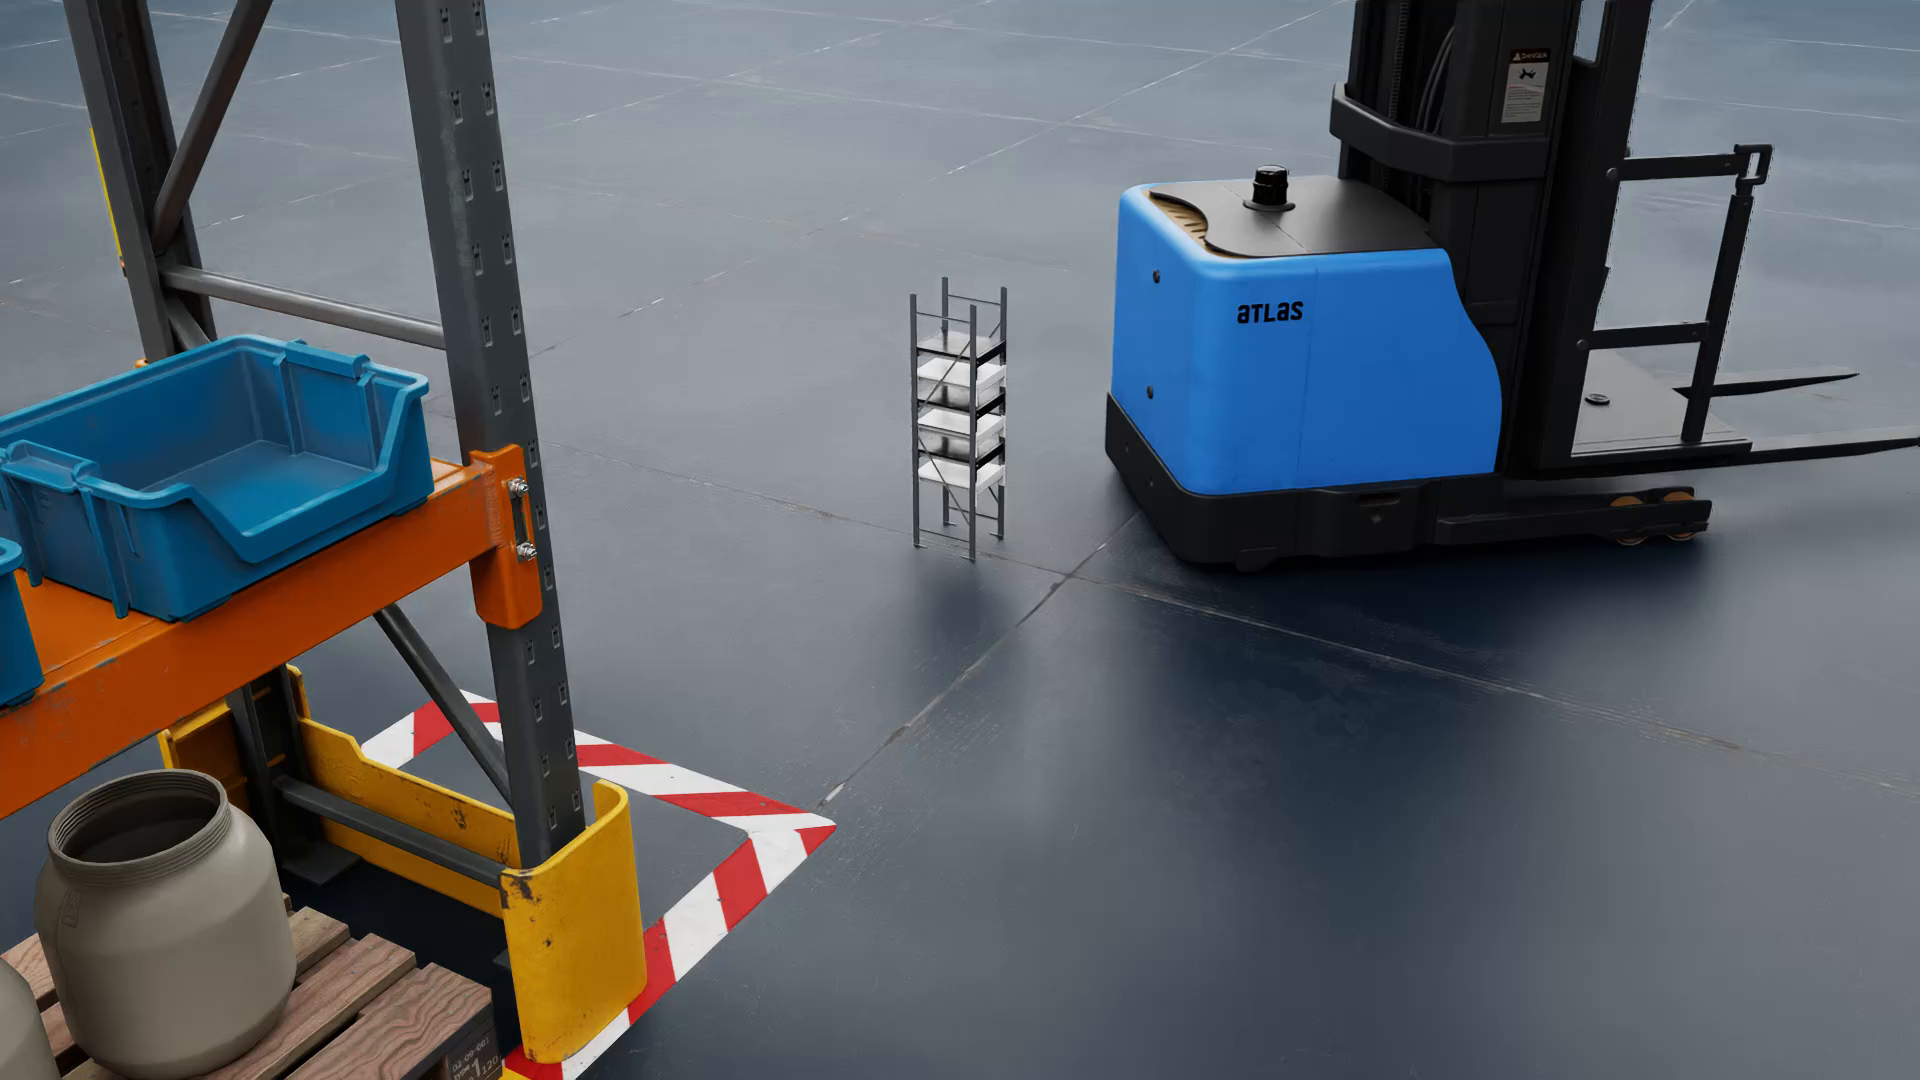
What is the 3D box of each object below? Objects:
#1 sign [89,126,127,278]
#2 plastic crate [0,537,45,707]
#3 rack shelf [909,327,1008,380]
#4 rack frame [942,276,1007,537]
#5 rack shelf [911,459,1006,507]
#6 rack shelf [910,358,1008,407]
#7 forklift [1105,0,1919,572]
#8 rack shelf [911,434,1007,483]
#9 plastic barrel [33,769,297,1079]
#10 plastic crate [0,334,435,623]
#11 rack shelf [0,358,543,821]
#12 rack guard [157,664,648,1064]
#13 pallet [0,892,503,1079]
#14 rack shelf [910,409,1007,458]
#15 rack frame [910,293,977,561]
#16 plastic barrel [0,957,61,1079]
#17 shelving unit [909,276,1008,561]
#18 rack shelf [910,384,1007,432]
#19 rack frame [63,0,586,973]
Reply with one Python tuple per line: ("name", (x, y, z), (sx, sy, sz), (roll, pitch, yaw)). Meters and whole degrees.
("sign", (-1.756, -0.701, 3.489), (0.100, 0.325, 0.005), (14, 30, 26))
("plastic crate", (-1.589, 0.125, 2.315), (0.499, 0.251, 0.408), (14, 30, 26))
("rack shelf", (-0.004, -0.611, 5.436), (0.258, 0.077, 0.200), (14, 30, 26))
("rack frame", (0.046, -0.439, 5.621), (0.240, 0.900, 0.006), (14, 30, 26))
("rack shelf", (-0.004, -0.208, 5.638), (0.258, 0.077, 0.200), (14, 30, 26))
("rack shelf", (-0.004, -0.530, 5.477), (0.258, 0.077, 0.200), (14, 30, 26))
("forklift", (2.114, -1.519, 5.509), (3.031, 2.935, 1.130), (-5, 27, -10))
("rack shelf", (-0.004, -0.289, 5.597), (0.258, 0.077, 0.200), (14, 30, 26))
("plastic barrel", (-1.536, 0.744, 3.223), (0.421, 0.512, 0.421), (0, 27, 0))
("plastic crate", (-1.265, -0.127, 2.818), (0.499, 0.251, 0.616), (14, 30, 26))
("rack shelf", (-2.263, 0.647, 1.910), (1.077, 0.370, 4.000), (14, 30, 26))
("rack guard", (-1.276, 0.704, 3.786), (1.175, 0.500, 0.348), (14, 30, 26))
("pallet", (-1.680, 1.148, 3.220), (1.003, 0.211, 1.213), (14, 30, 26))
("rack shelf", (-0.004, -0.369, 5.557), (0.258, 0.077, 0.200), (14, 30, 26))
("rack frame", (-0.054, -0.360, 5.463), (0.240, 0.900, 0.006), (14, 30, 26))
("plastic barrel", (-1.783, 0.939, 2.833), (0.421, 0.512, 0.421), (0, 27, 0))
("shelving unit", (-0.004, -0.399, 5.542), (0.258, 0.900, 0.210), (14, 30, 26))
("rack shelf", (-0.004, -0.450, 5.517), (0.258, 0.077, 0.200), (14, 30, 26))
("rack frame", (-1.279, -0.454, 3.306), (1.000, 3.000, 0.127), (14, 30, 26))
